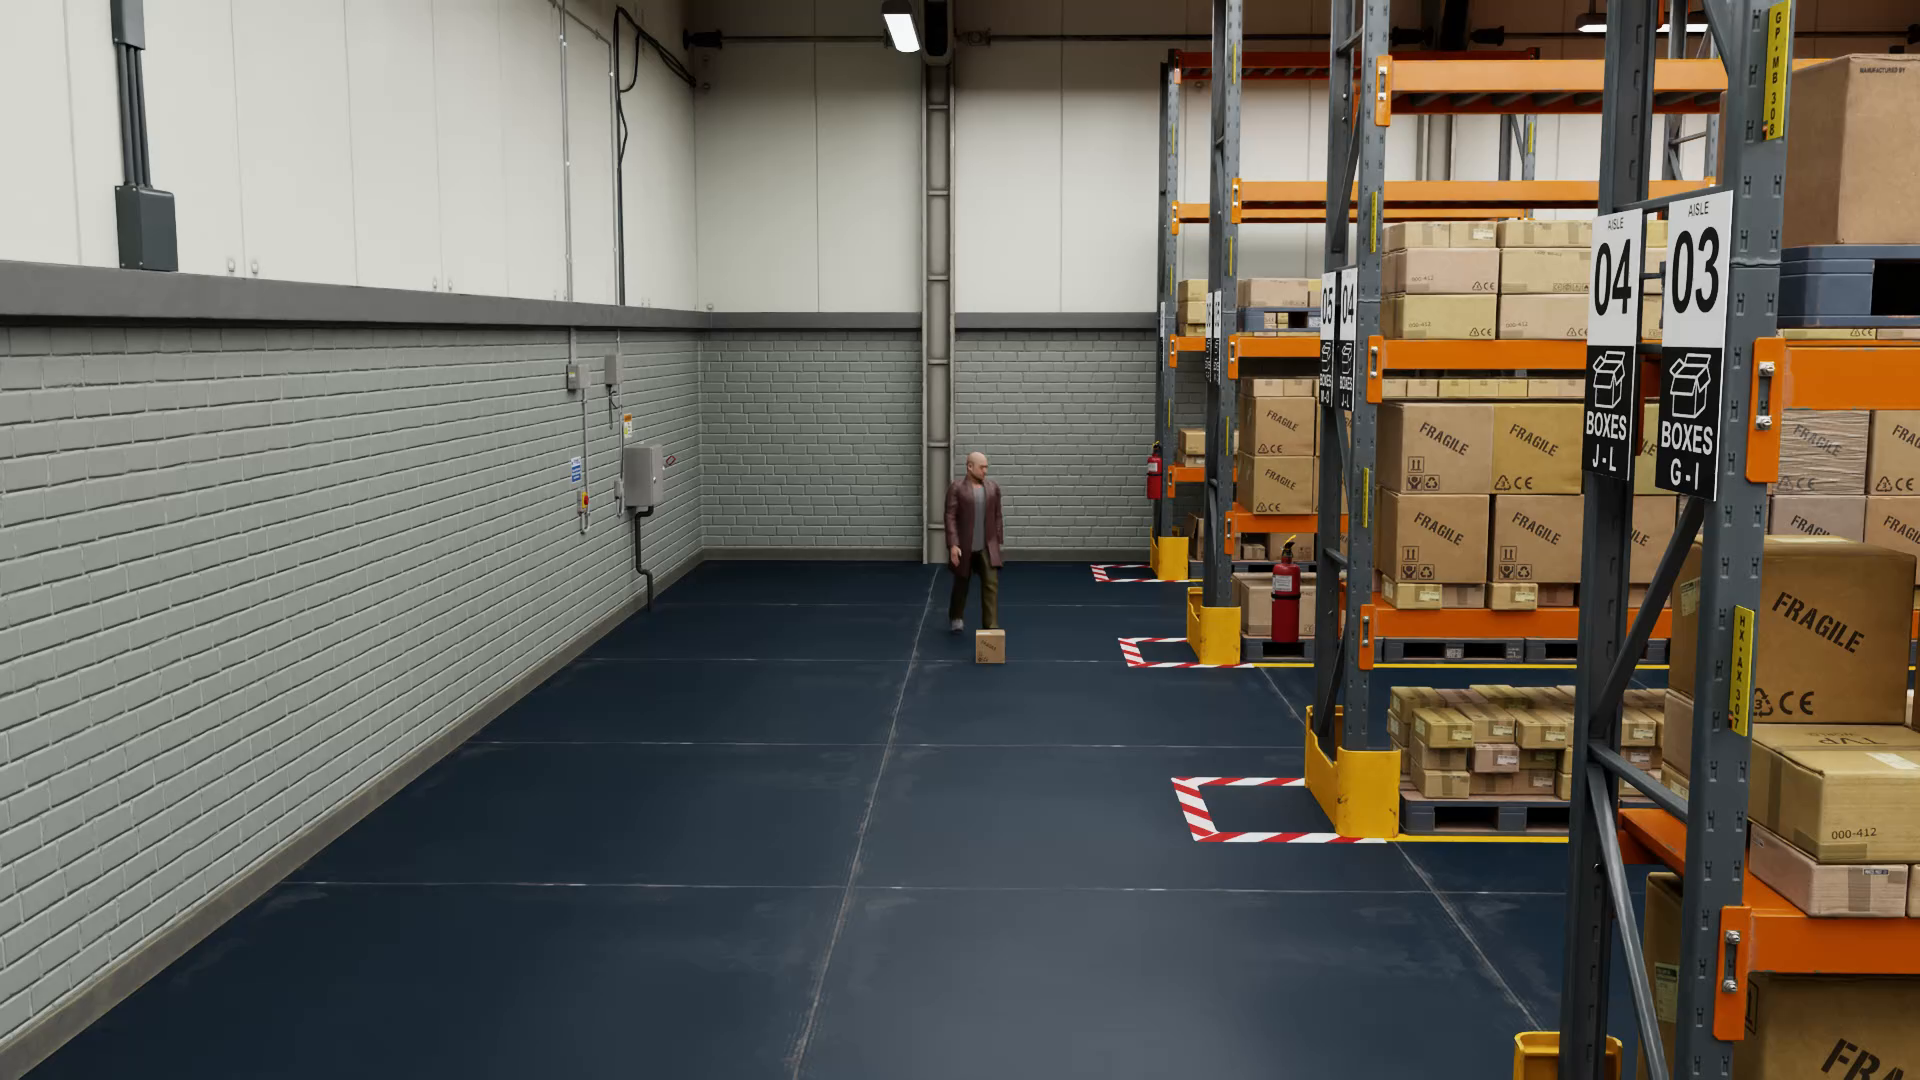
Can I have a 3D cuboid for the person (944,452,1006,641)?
[{"bbox_3d":[0.141,0.057,15.413,0.601,1.742,1.081,-2,7,-14],"label":"person"}]
